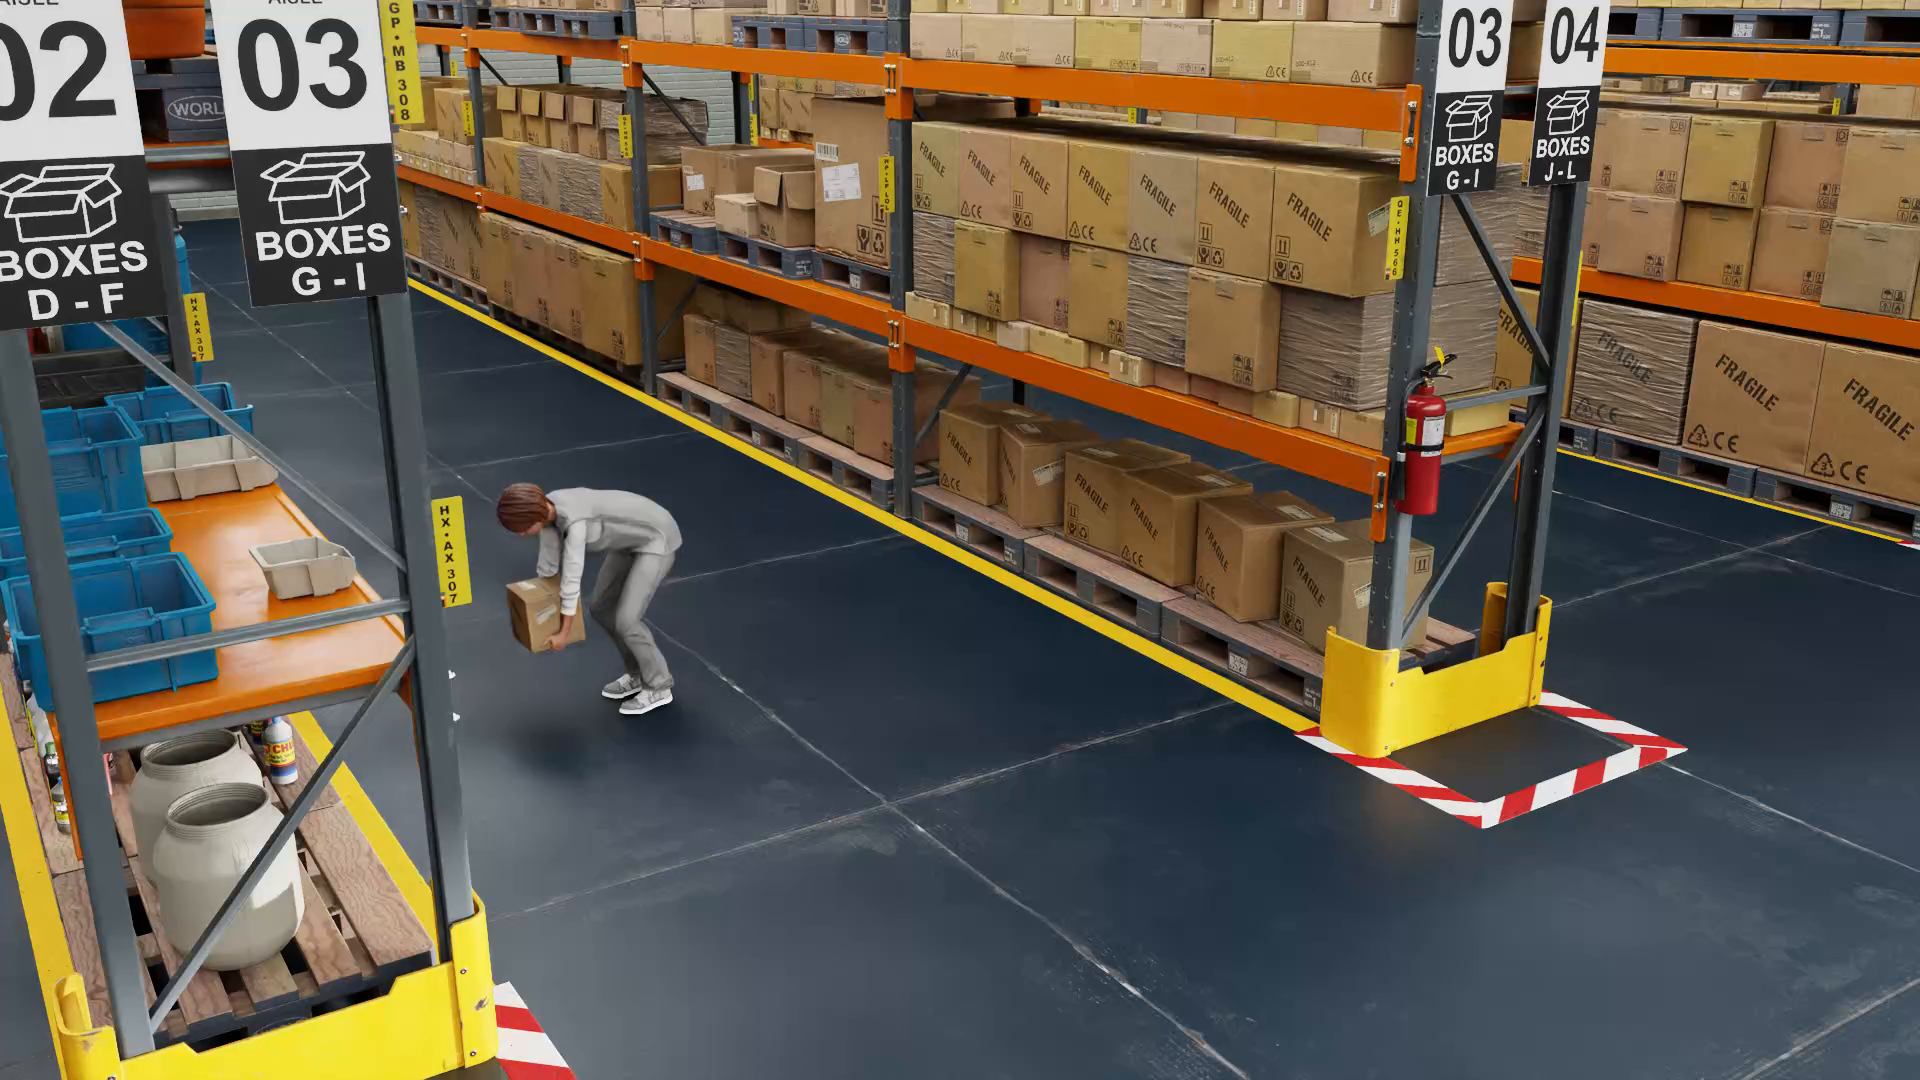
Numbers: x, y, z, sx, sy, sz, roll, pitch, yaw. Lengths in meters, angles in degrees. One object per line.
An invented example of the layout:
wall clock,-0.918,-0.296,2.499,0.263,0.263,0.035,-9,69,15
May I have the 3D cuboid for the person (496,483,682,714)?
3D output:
person,-1.658,0.249,7.554,0.837,1.138,0.398,-13,22,-33
